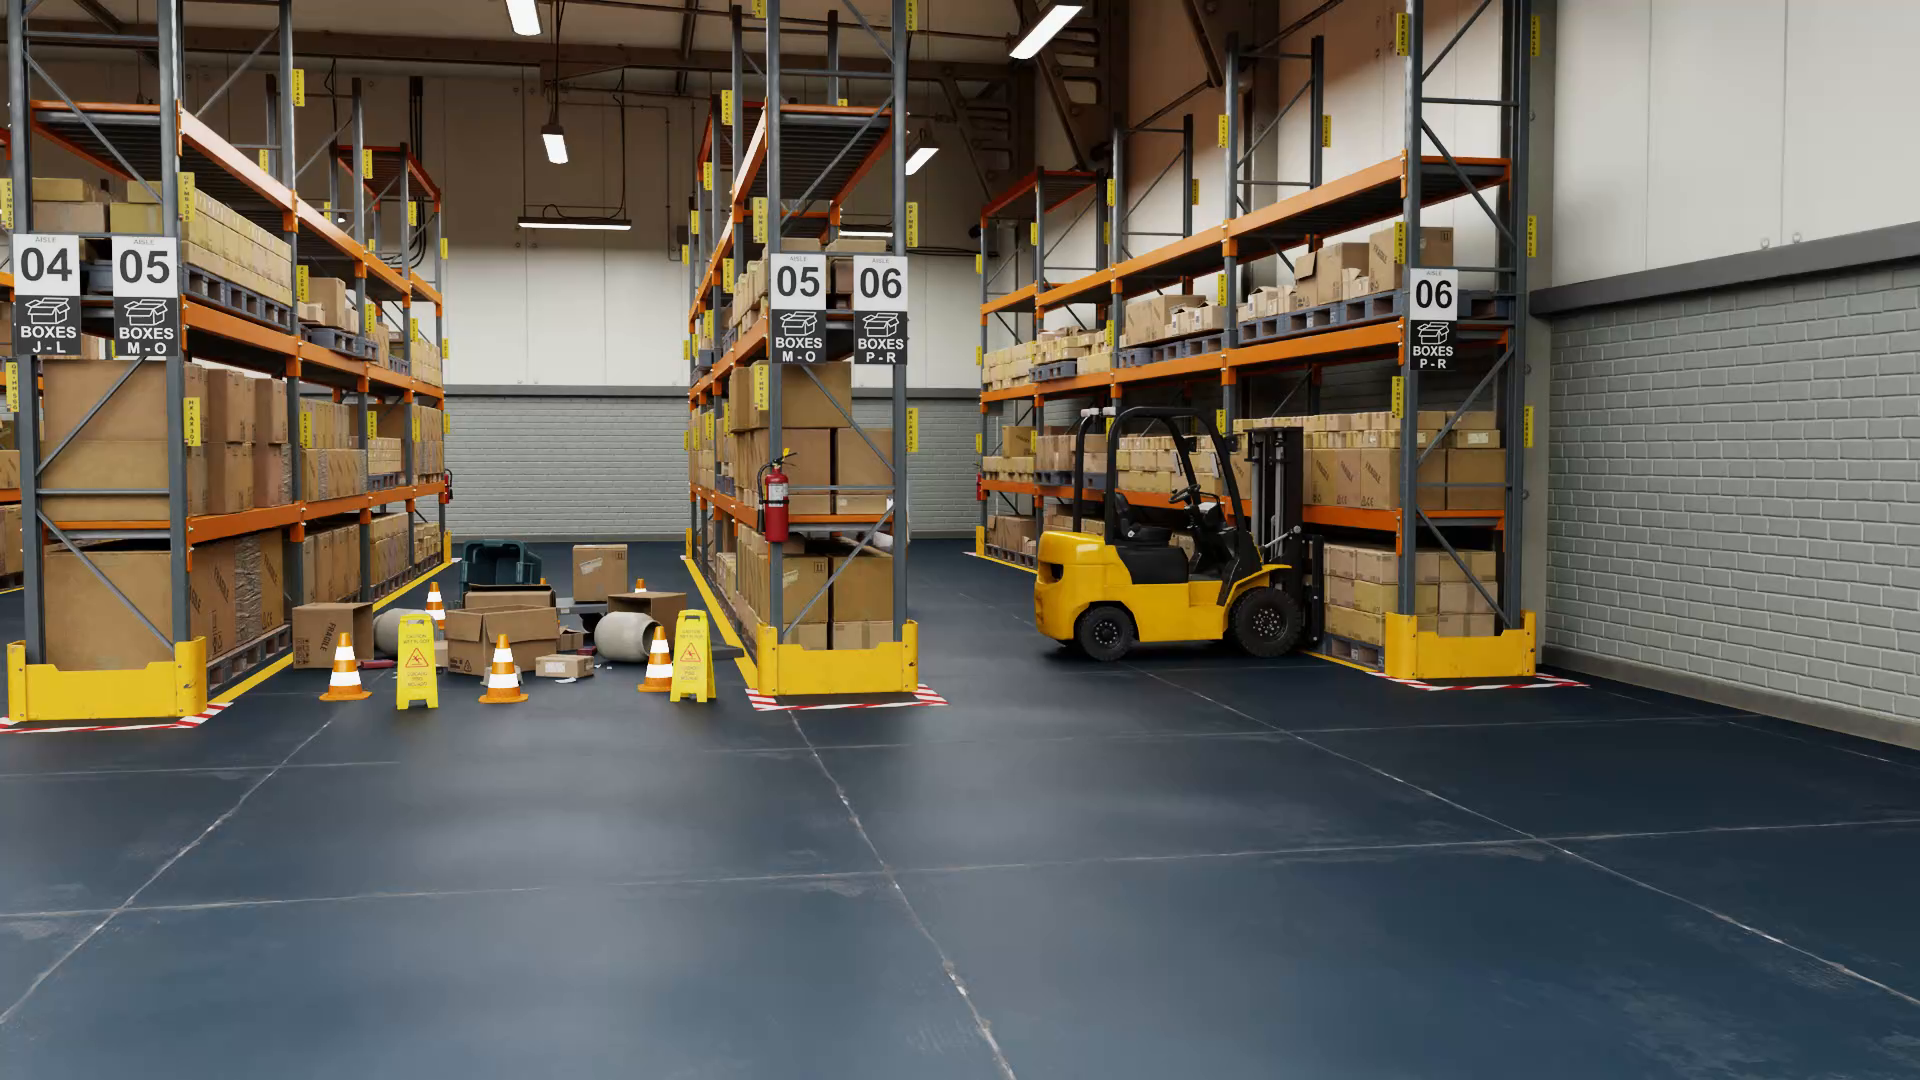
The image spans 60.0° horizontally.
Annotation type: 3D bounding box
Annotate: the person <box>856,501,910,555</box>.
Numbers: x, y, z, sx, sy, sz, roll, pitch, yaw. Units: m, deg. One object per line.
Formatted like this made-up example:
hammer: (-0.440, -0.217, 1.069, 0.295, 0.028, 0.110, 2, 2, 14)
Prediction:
person: (-0.899, 0.085, 19.630, 0.629, 1.310, 0.805, -1, 3, -13)
